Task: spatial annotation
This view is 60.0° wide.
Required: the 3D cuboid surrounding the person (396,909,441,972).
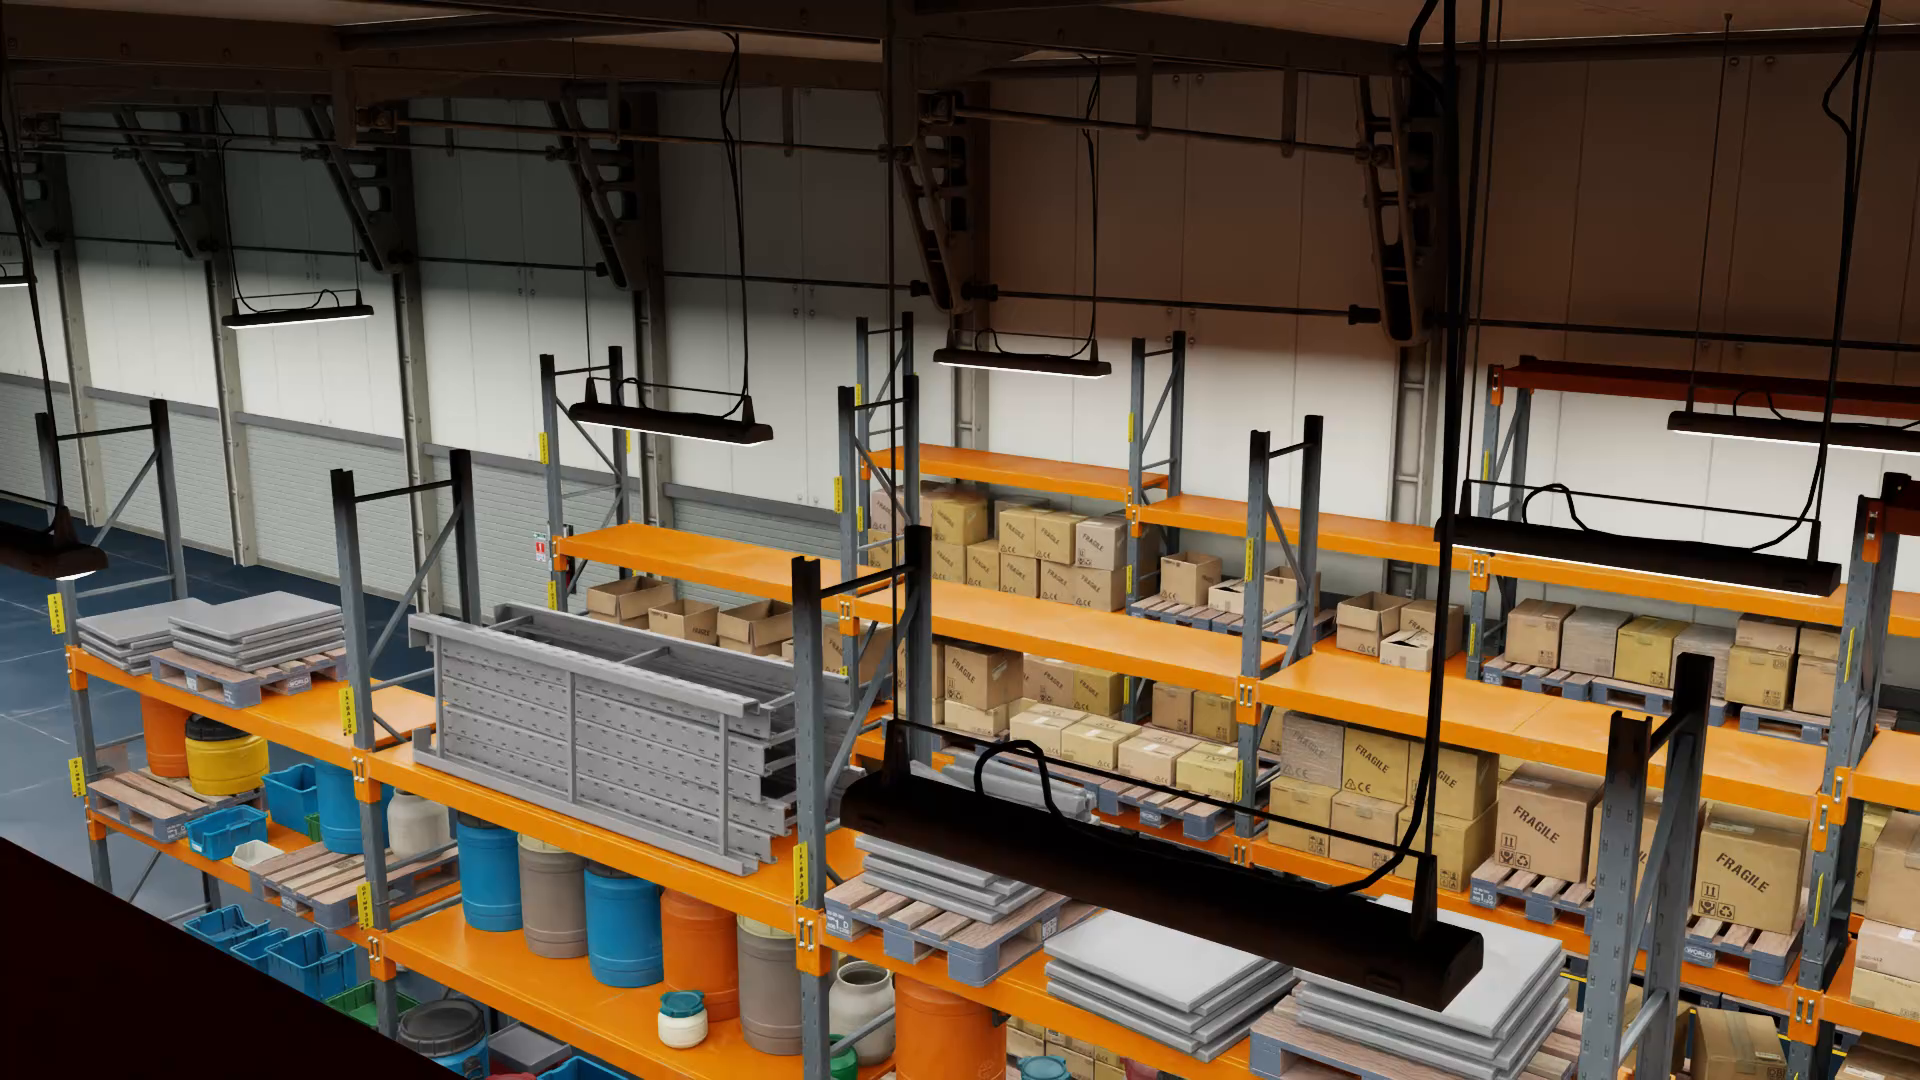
[{"bbox_3d":[-5.288,3.491,16.500,1.026,1.684,0.553,-1,13,-3],"label":"person"}]
